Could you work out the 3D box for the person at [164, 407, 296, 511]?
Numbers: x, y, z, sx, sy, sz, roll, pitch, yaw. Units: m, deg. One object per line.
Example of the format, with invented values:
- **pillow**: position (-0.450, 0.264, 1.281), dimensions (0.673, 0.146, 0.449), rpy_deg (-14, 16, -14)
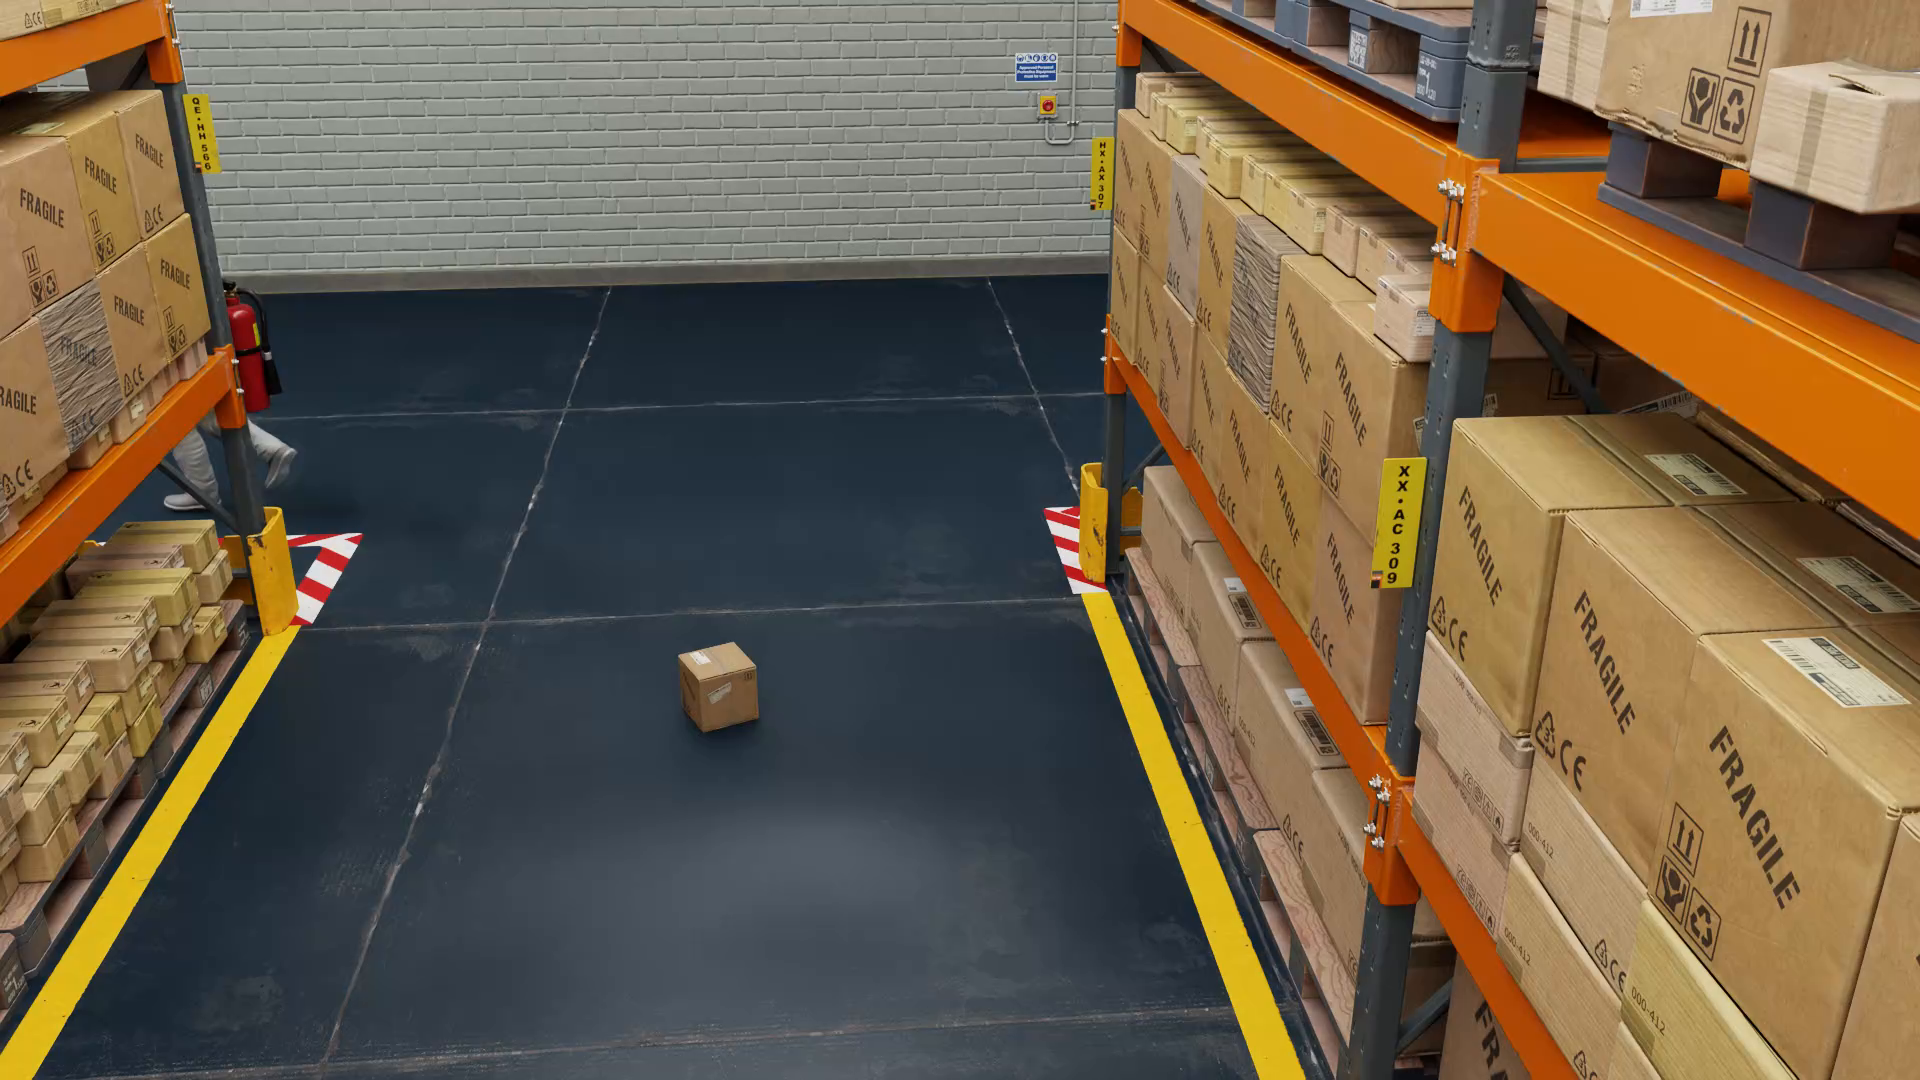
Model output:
- **person**: position (-3.952, -0.924, 8.671), dimensions (0.704, 1.631, 0.487), rpy_deg (2, 24, 4)
